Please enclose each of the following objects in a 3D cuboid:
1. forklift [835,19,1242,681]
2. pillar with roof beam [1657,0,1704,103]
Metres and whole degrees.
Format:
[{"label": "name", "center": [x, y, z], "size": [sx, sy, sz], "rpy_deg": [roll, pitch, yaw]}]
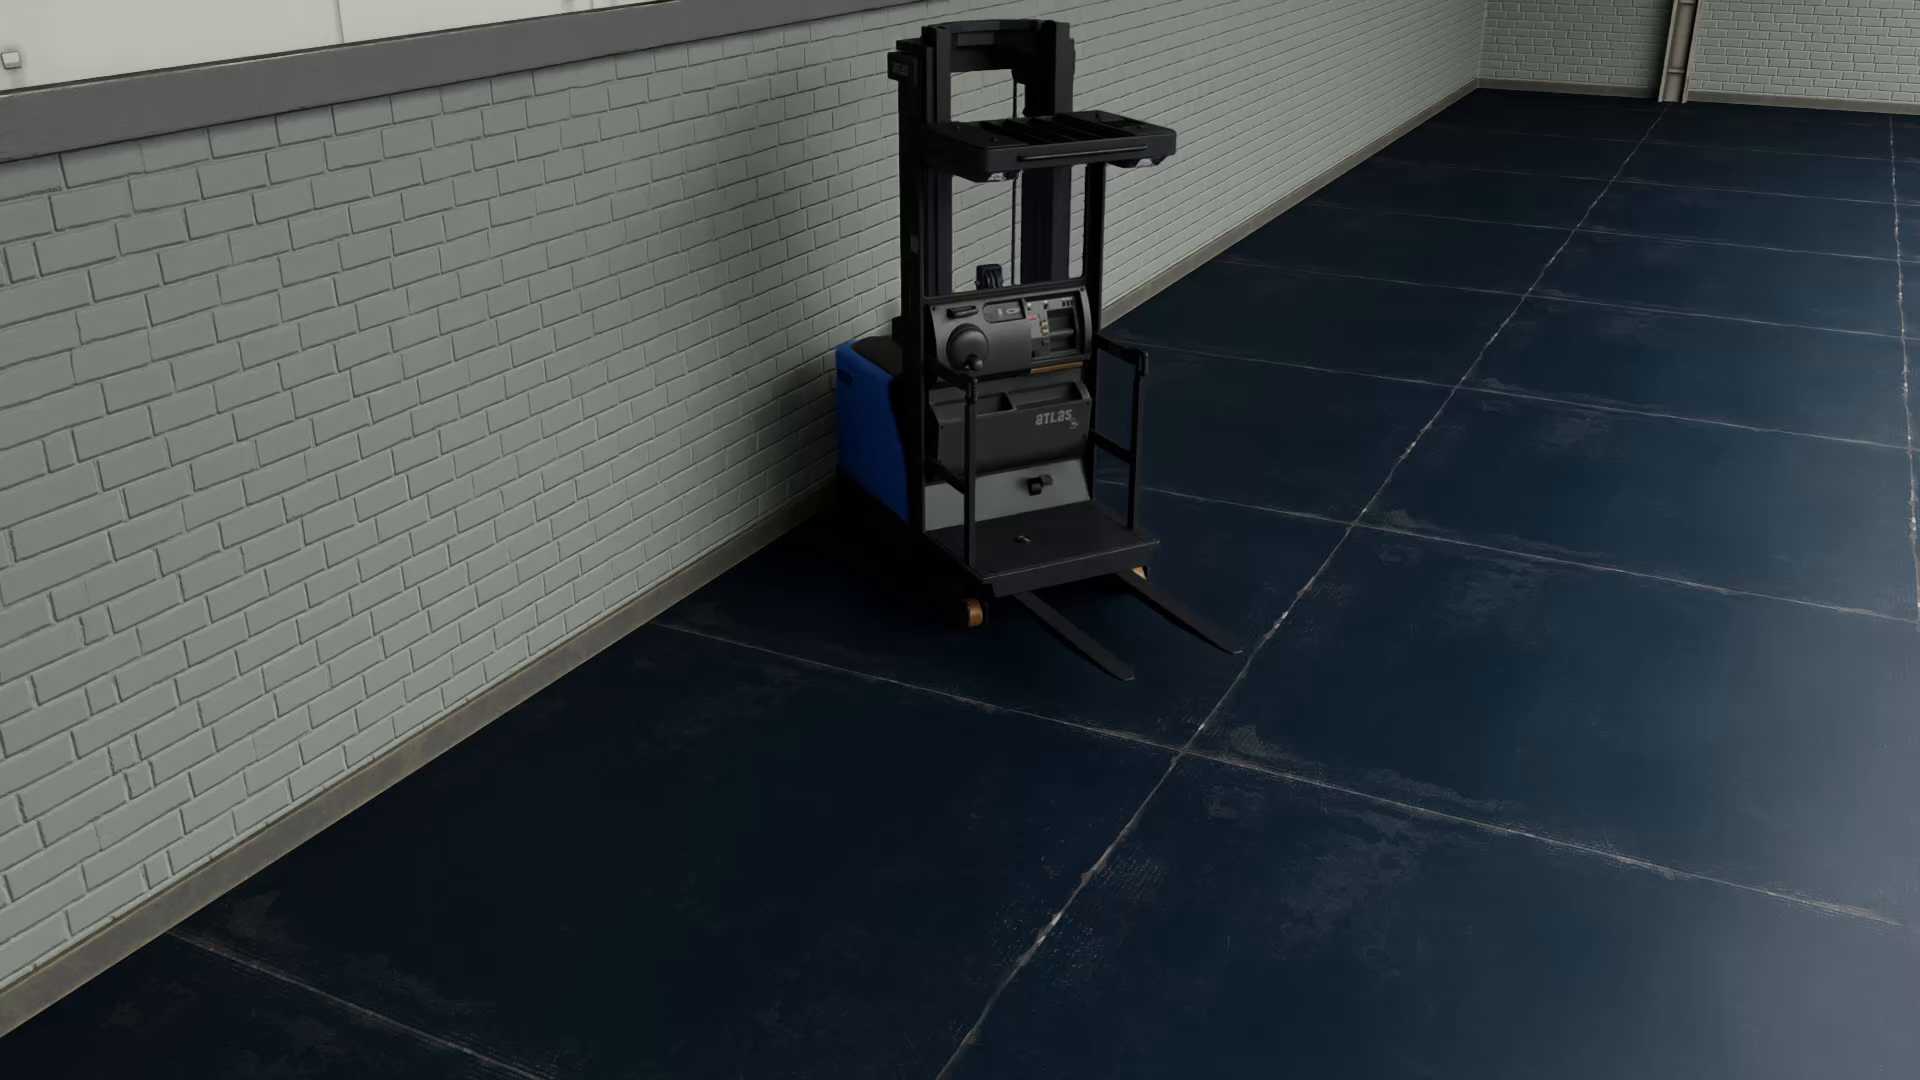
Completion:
[{"label": "forklift", "center": [0.370, -1.084, 8.553], "size": [1.130, 2.935, 3.031], "rpy_deg": [-11, 25, -25]}, {"label": "pillar with roof beam", "center": [9.075, -9.431, 20.428], "size": [0.400, 9.000, 9.100], "rpy_deg": [11, 25, 25]}]
